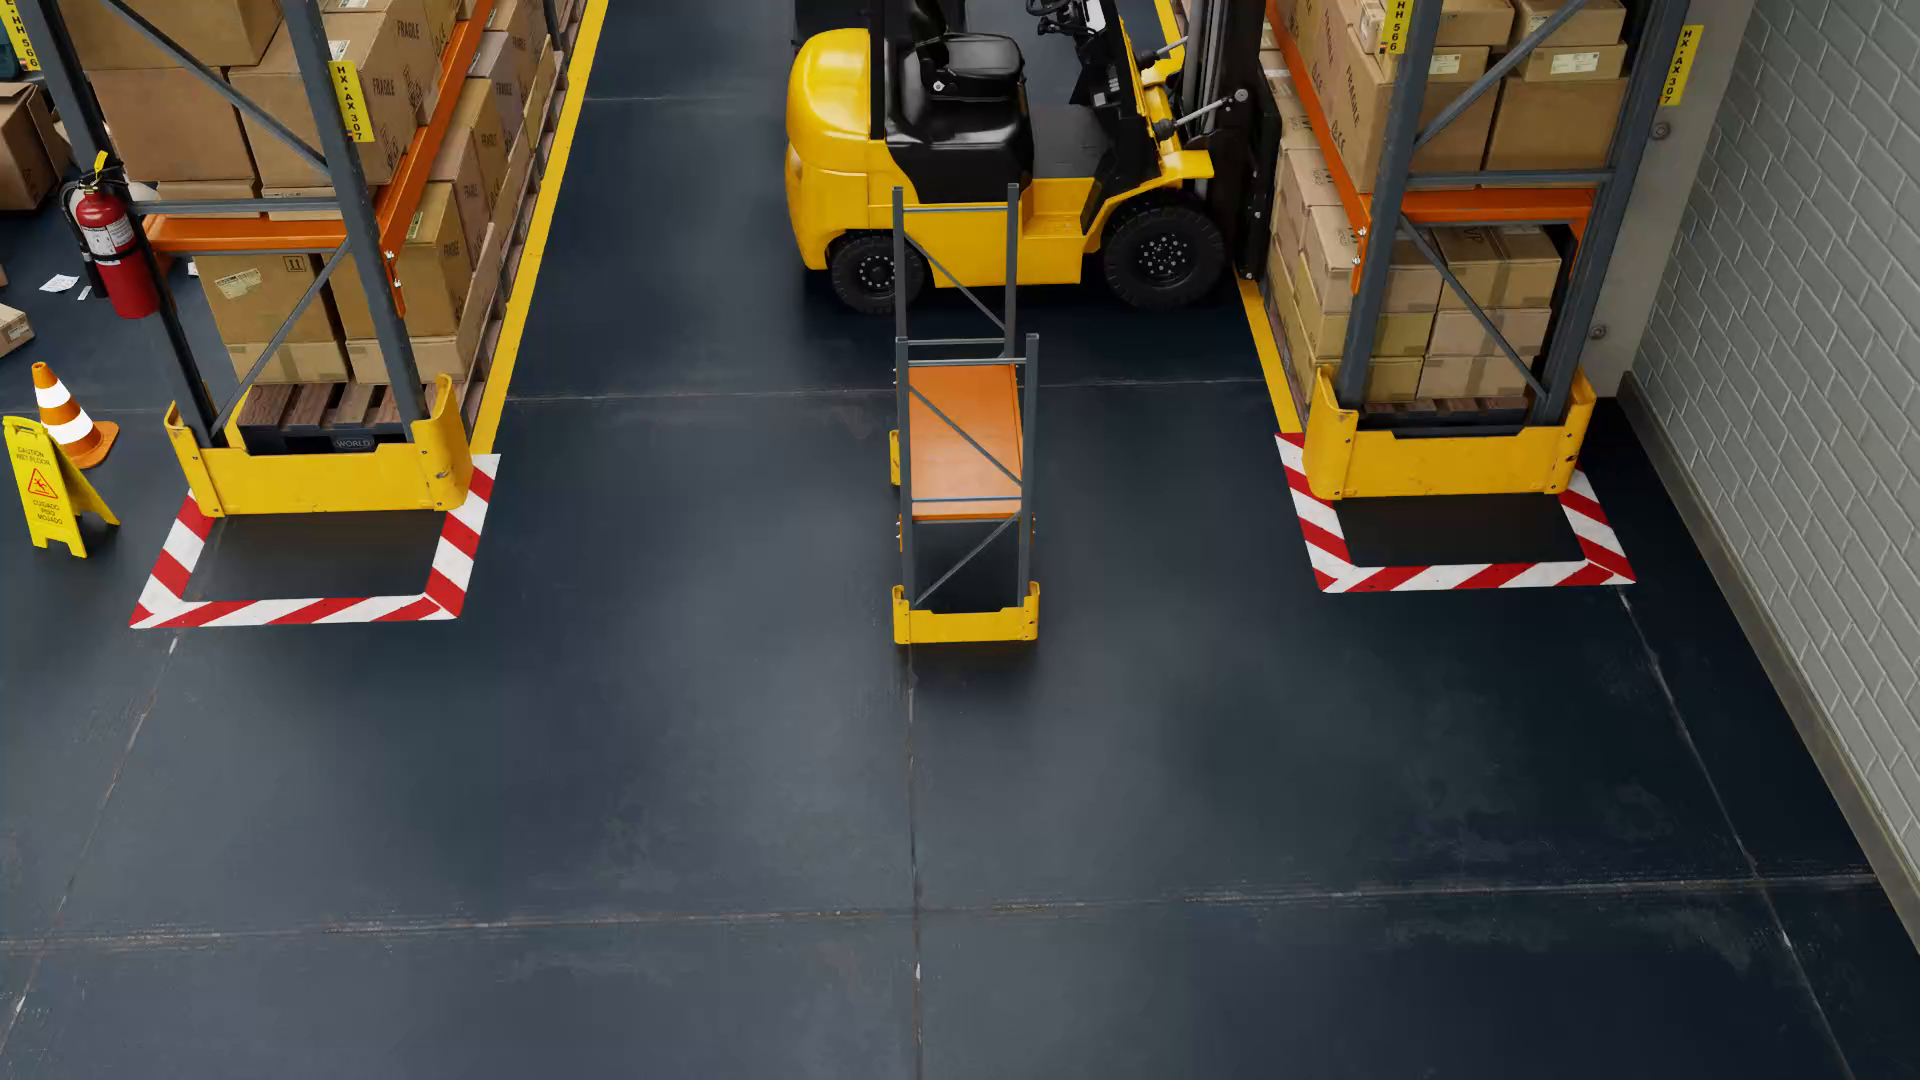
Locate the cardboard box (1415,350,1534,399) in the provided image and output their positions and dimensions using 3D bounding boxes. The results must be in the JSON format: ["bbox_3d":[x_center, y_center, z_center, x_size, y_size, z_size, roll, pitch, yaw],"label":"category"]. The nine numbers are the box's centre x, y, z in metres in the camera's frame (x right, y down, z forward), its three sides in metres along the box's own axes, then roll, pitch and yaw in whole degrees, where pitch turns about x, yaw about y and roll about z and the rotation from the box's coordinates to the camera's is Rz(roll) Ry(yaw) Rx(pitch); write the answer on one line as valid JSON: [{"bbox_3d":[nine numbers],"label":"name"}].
[{"bbox_3d":[2.335,-0.911,7.748,0.500,0.250,0.500,-1,43,-2],"label":"cardboard box"}]

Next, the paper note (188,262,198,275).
[{"bbox_3d":[-4.014,-1.451,8.810,0.142,0.019,0.148,-16,45,-16],"label":"paper note"}]

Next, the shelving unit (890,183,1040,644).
[{"bbox_3d":[0.003,-0.501,6.687,0.587,1.500,1.083,-2,43,-2],"label":"shelving unit"}]

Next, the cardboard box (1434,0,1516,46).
[{"bbox_3d":[1.934,-2.054,6.497,0.380,0.149,0.250,-2,43,-2],"label":"cardboard box"}]

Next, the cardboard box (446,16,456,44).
[{"bbox_3d":[-2.624,-2.484,7.926,0.380,0.149,0.250,-3,43,-3],"label":"cardboard box"}]

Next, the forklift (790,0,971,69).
[{"bbox_3d":[-0.499,-4.164,9.624,1.130,2.935,3.031,-2,43,-2],"label":"forklift"}]

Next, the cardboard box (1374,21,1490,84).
[{"bbox_3d":[1.865,-1.935,6.587,0.380,0.149,0.250,-1,43,-1],"label":"cardboard box"}]

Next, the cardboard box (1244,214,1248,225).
[{"bbox_3d":[1.756,-1.906,8.834,0.500,0.250,0.500,0,43,0],"label":"cardboard box"}]

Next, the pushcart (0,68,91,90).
[{"bbox_3d":[-5.245,-2.922,10.159,1.648,0.377,0.936,-16,45,-16],"label":"pushcart"}]

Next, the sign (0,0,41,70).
[{"bbox_3d":[-3.354,-1.829,5.934,0.100,0.325,0.005,-2,43,-2],"label":"sign"}]

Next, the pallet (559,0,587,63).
[{"bbox_3d":[-3.003,-3.486,10.897,1.003,0.211,1.213,-2,43,-2],"label":"pallet"}]

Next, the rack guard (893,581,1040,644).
[{"bbox_3d":[0.024,0.296,6.743,0.587,0.250,0.087,-2,43,-2],"label":"rack guard"}]

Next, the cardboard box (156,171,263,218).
[{"bbox_3d":[-3.029,-1.441,6.789,0.380,0.149,0.250,0,43,0],"label":"cardboard box"}]

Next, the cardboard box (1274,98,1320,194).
[{"bbox_3d":[1.770,-1.929,8.119,0.500,0.250,0.500,-1,43,-1],"label":"cardboard box"}]

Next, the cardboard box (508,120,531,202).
[{"bbox_3d":[-2.626,-2.035,8.975,0.500,0.250,0.500,-1,43,-1],"label":"cardboard box"}]

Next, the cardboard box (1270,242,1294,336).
[{"bbox_3d":[1.813,-1.218,8.083,0.500,0.250,0.500,-2,43,-2],"label":"cardboard box"}]

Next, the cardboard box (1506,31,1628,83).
[{"bbox_3d":[2.405,-1.945,6.598,0.380,0.149,0.250,-3,43,-3],"label":"cardboard box"}]

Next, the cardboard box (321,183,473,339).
[{"bbox_3d":[-2.559,-1.274,7.589,0.500,0.500,0.500,-3,43,-3],"label":"cardboard box"}]

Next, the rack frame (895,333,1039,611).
[{"bbox_3d":[0.025,-0.152,6.306,0.500,1.500,0.032,-2,43,-2],"label":"rack frame"}]

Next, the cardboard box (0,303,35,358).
[{"bbox_3d":[-4.873,-1.063,8.300,0.380,0.149,0.250,19,46,20],"label":"cardboard box"}]

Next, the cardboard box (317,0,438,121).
[{"bbox_3d":[-2.567,-2.112,7.040,0.500,0.500,0.500,0,43,0],"label":"cardboard box"}]

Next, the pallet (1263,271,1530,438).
[{"bbox_3d":[2.086,-0.920,8.097,1.003,0.211,1.213,-2,43,-2],"label":"pallet"}]

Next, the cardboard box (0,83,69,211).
[{"bbox_3d":[-5.451,-2.162,9.136,0.797,0.637,0.503,-2,43,-2],"label":"cardboard box"}]

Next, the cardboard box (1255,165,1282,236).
[{"bbox_3d":[1.774,-1.765,8.309,0.500,0.250,0.500,-3,43,-3],"label":"cardboard box"}]

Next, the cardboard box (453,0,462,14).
[{"bbox_3d":[-2.620,-2.799,7.789,0.500,0.500,0.500,-2,43,-3],"label":"cardboard box"}]

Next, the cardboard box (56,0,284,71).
[{"bbox_3d":[-3.039,-2.141,6.332,0.700,0.500,0.500,-3,43,-3],"label":"cardboard box"}]

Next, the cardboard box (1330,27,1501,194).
[{"bbox_3d":[1.877,-1.794,6.914,0.500,0.500,0.500,-3,43,-3],"label":"cardboard box"}]

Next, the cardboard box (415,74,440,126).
[{"bbox_3d":[-2.527,-1.955,7.348,0.380,0.149,0.250,-1,43,-1],"label":"cardboard box"}]

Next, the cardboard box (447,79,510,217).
[{"bbox_3d":[-2.598,-1.966,8.344,0.500,0.500,0.500,-1,43,-1],"label":"cardboard box"}]

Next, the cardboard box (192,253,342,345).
[{"bbox_3d":[-3.094,-1.239,7.551,0.500,0.500,0.500,-1,43,-2],"label":"cardboard box"}]

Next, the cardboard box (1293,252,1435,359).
[{"bbox_3d":[1.827,-1.078,7.560,0.500,0.250,0.500,-2,43,-2],"label":"cardboard box"}]

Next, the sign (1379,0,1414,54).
[{"bbox_3d":[1.617,-1.941,6.115,0.100,0.325,0.005,-2,43,-2],"label":"sign"}]

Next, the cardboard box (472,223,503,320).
[{"bbox_3d":[-2.571,-1.326,8.201,0.500,0.250,0.500,0,43,0],"label":"cardboard box"}]

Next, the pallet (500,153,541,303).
[{"bbox_3d":[-2.850,-1.682,8.929,1.003,0.211,1.213,-2,43,-2],"label":"pallet"}]

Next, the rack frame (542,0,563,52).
[{"bbox_3d":[-2.969,-3.988,9.381,1.000,3.000,0.127,-2,43,-2],"label":"rack frame"}]

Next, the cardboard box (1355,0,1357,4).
[{"bbox_3d":[1.875,-2.283,6.967,0.380,0.149,0.250,-1,43,-1],"label":"cardboard box"}]

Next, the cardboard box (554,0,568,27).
[{"bbox_3d":[-2.994,-3.528,10.513,0.950,0.372,0.625,-1,43,-1],"label":"cardboard box"}]

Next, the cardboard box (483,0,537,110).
[{"bbox_3d":[-2.652,-2.671,9.113,0.500,0.500,0.500,-1,43,-1],"label":"cardboard box"}]

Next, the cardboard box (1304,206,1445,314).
[{"bbox_3d":[1.829,-1.244,7.372,0.500,0.250,0.500,0,43,0],"label":"cardboard box"}]

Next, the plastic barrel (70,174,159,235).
[{"bbox_3d":[-4.399,-1.689,8.779,0.512,0.421,0.421,27,49,27],"label":"plastic barrel"}]

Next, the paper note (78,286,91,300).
[{"bbox_3d":[-4.550,-1.285,8.645,0.032,0.001,0.123,-2,43,-2],"label":"paper note"}]

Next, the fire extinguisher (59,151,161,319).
[{"bbox_3d":[-3.255,-1.169,6.362,0.296,0.674,0.183,-2,43,-2],"label":"fire extinguisher"}]

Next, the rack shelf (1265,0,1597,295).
[{"bbox_3d":[2.075,-2.518,8.309,1.077,0.370,4.000,-2,43,-2],"label":"rack shelf"}]

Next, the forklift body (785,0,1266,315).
[{"bbox_3d":[0.257,-2.348,8.219,2.313,2.155,1.214,-2,43,-2],"label":"forklift body"}]

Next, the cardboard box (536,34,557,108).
[{"bbox_3d":[-2.675,-2.738,9.741,0.500,0.250,0.500,0,43,0],"label":"cardboard box"}]

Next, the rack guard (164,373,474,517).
[{"bbox_3d":[-2.802,-0.418,7.336,1.175,0.500,0.348,-2,43,-2],"label":"rack guard"}]

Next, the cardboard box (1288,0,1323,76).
[{"bbox_3d":[1.842,-2.491,7.673,0.500,0.500,0.500,-2,43,-3],"label":"cardboard box"}]

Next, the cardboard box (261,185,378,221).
[{"bbox_3d":[-2.607,-1.430,6.777,0.380,0.149,0.250,-1,43,-2],"label":"cardboard box"}]

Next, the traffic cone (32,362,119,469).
[{"bbox_3d":[-4.106,-0.606,7.569,0.336,0.463,0.334,-2,43,-2],"label":"traffic cone"}]

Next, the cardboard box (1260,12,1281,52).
[{"bbox_3d":[1.741,-2.626,8.879,0.500,0.250,0.500,0,43,0],"label":"cardboard box"}]
